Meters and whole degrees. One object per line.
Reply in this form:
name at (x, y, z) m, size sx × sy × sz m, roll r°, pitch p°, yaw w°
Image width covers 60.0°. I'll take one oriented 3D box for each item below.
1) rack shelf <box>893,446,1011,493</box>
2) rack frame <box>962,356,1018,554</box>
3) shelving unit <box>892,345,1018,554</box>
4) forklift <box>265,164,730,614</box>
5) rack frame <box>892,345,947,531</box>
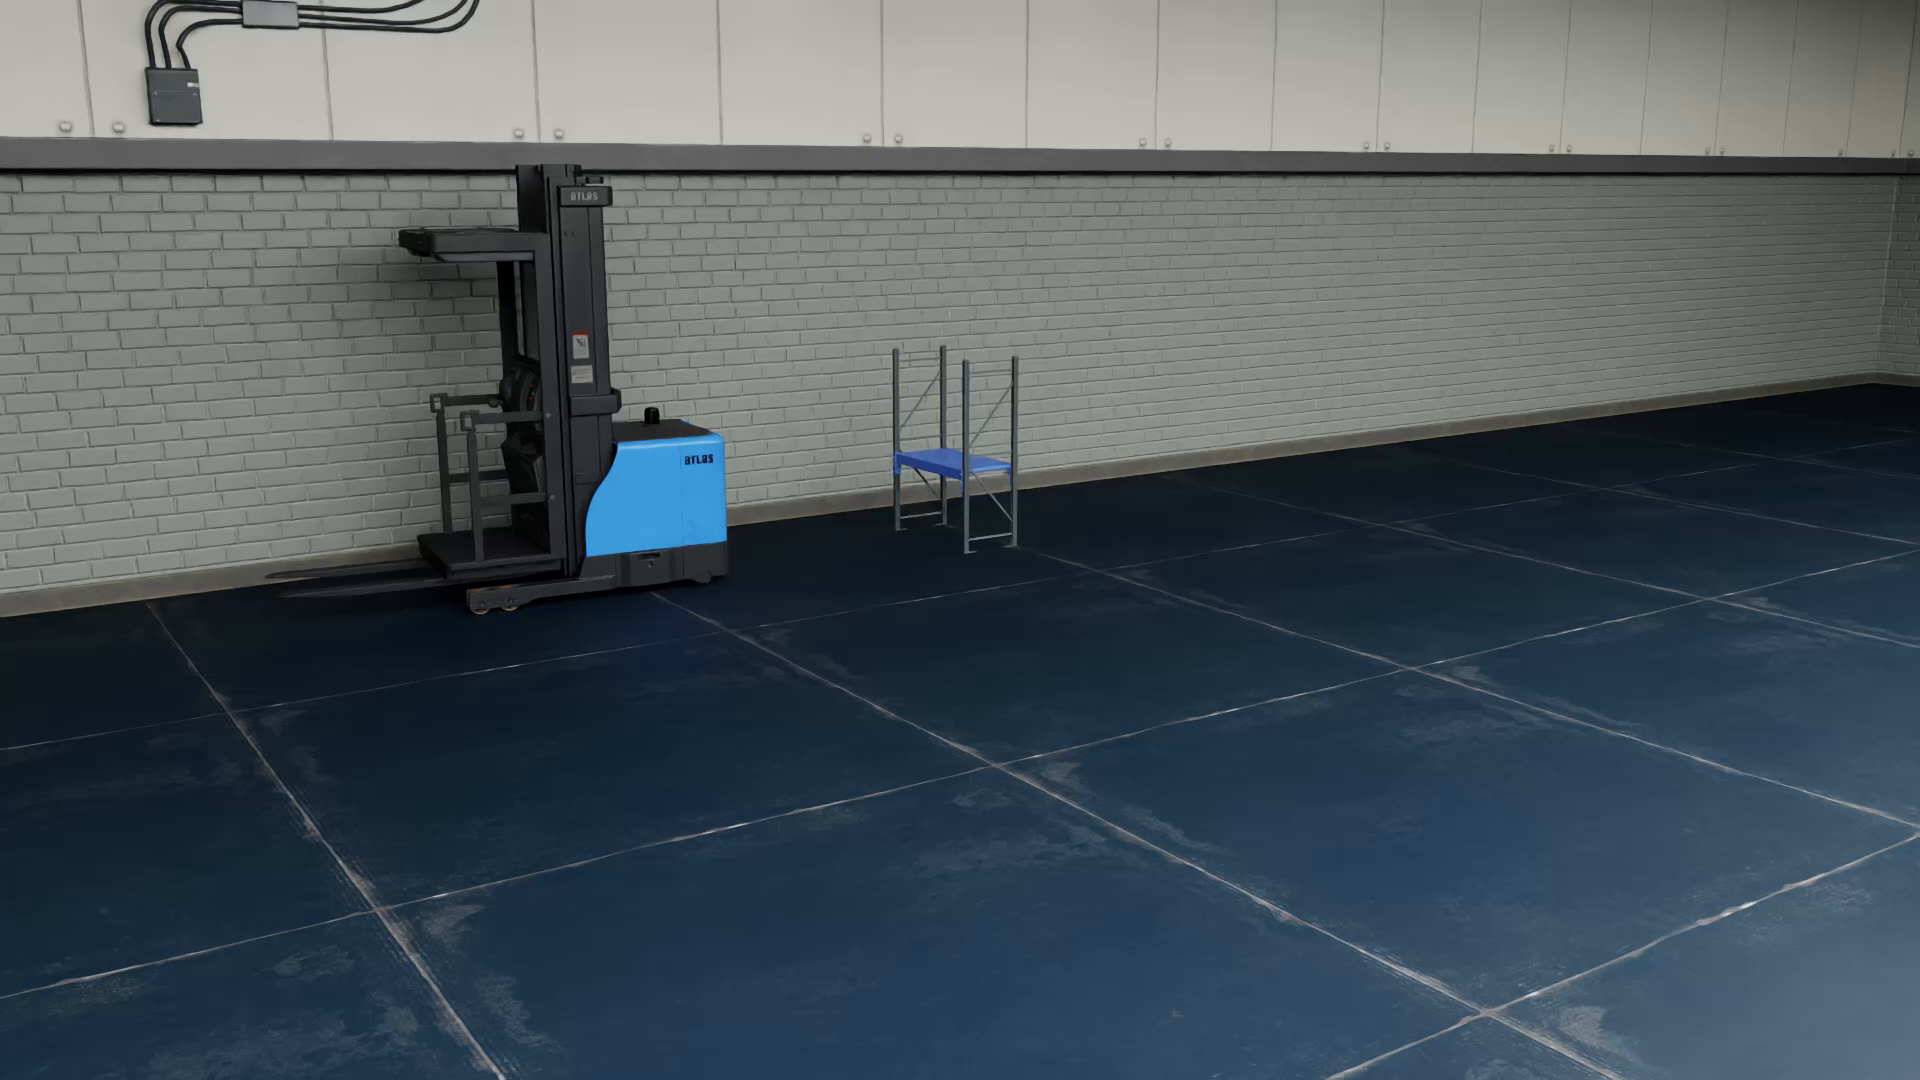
rack shelf at (-0.047, -0.572, 13.309) m, size 0.538 × 0.185 × 1.000 m, roll -8°, pitch 15°, yaw -33°
rack frame at (0.234, -0.657, 12.857) m, size 0.500 × 1.500 × 0.032 m, roll -8°, pitch 15°, yaw -33°
shelving unit at (-0.047, -0.748, 13.271) m, size 0.538 × 1.500 × 1.048 m, roll -8°, pitch 15°, yaw -33°
forklift at (-3.198, -1.065, 11.370) m, size 3.031 × 2.935 × 1.130 m, roll -7°, pitch 14°, yaw -28°
rack frame at (-0.329, -0.838, 13.684) m, size 0.500 × 1.500 × 0.032 m, roll -8°, pitch 15°, yaw -33°
